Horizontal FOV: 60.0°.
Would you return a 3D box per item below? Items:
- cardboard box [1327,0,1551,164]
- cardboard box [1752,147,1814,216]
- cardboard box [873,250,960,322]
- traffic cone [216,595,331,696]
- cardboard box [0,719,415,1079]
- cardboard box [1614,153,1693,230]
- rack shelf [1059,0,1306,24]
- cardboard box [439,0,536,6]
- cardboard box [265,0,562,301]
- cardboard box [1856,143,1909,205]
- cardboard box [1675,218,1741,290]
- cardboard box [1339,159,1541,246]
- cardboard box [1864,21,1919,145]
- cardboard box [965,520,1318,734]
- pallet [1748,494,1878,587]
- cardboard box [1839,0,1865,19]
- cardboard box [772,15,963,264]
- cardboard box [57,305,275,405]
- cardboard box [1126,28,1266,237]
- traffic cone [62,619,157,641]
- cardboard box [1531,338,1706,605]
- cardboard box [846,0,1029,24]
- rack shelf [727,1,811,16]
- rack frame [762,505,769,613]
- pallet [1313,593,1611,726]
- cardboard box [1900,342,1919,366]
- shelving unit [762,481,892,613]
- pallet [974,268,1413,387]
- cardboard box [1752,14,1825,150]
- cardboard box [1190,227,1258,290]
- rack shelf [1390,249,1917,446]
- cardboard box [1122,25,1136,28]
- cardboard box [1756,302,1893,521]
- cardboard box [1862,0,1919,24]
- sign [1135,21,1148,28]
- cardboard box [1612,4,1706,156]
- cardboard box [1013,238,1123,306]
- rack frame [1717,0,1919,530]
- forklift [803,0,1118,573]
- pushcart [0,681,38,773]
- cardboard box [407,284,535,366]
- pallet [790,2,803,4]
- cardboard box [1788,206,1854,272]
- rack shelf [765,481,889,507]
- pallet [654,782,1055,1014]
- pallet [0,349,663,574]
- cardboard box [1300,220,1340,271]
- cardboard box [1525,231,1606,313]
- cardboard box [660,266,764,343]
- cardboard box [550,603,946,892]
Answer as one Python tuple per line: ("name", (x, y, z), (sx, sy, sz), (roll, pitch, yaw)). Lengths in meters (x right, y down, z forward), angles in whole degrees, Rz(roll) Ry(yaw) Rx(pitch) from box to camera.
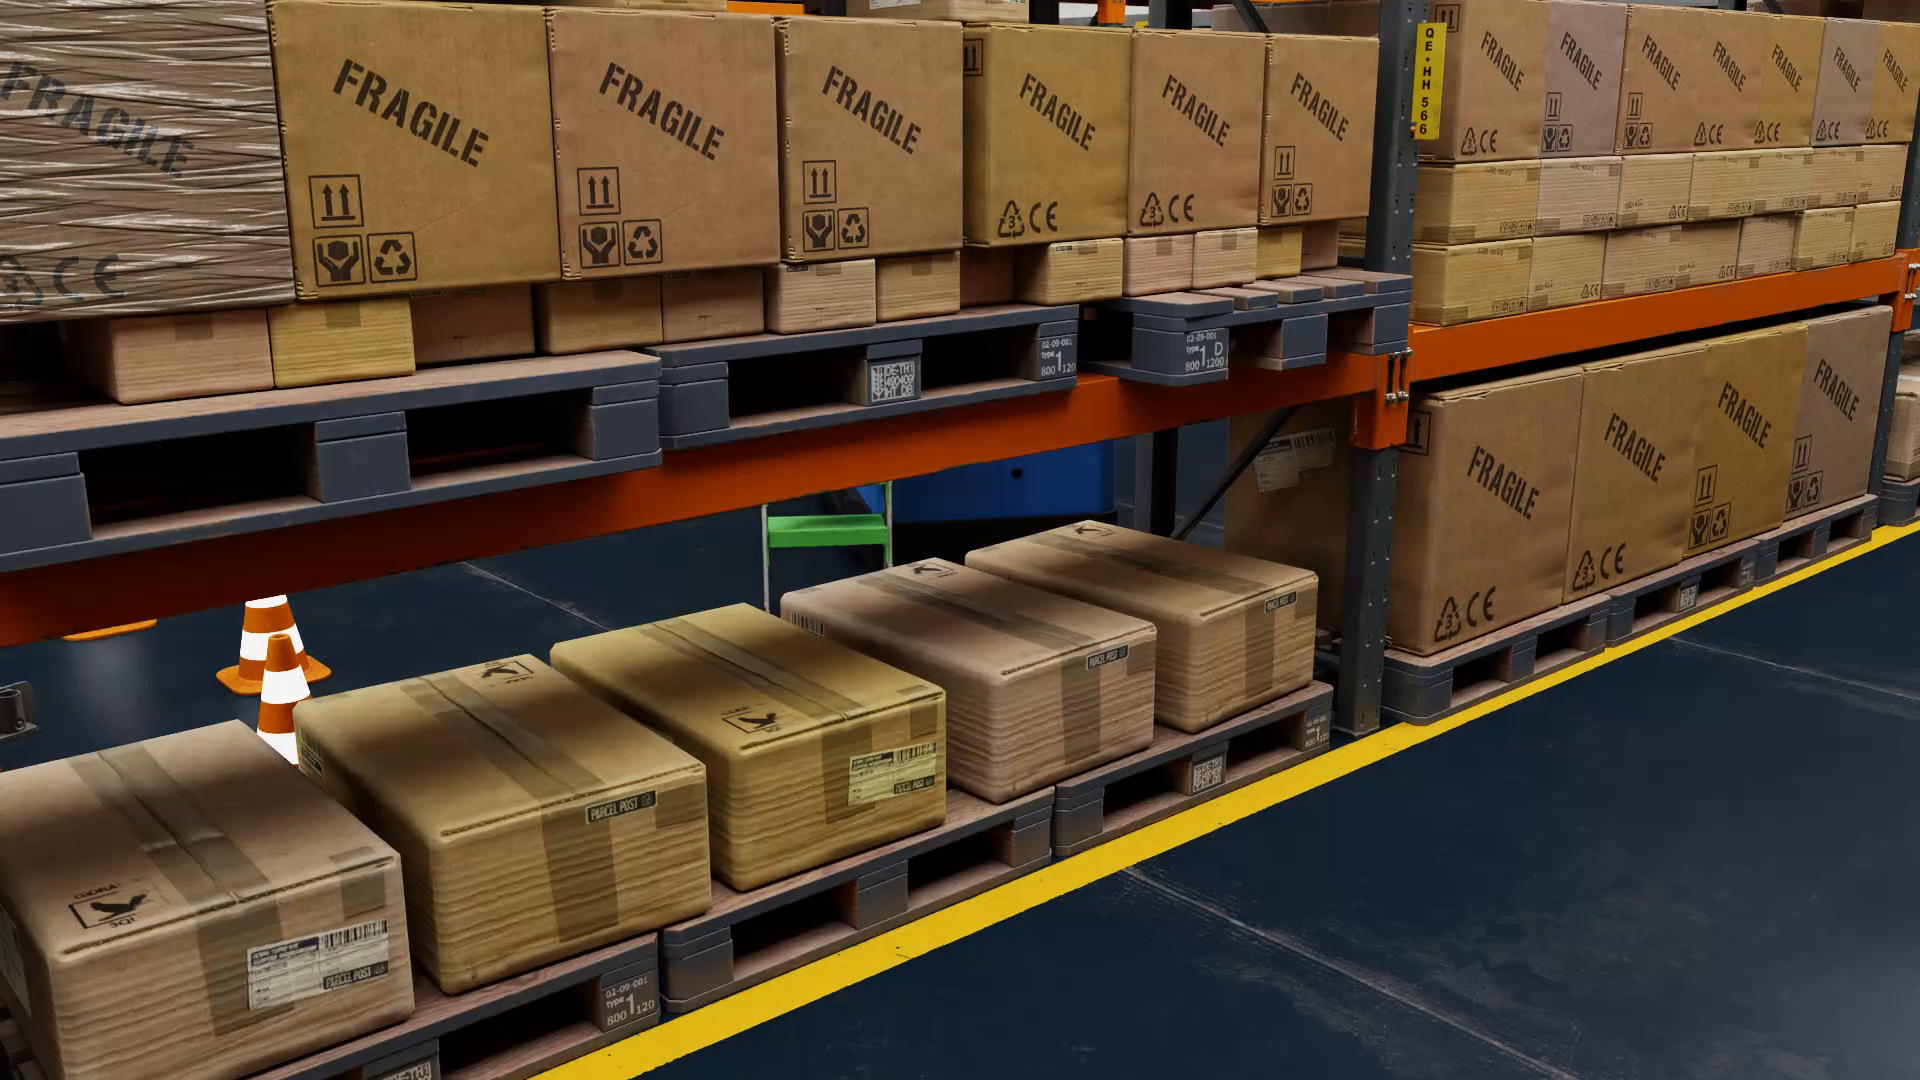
("cardboard box", (1.526, -1.481, 5.351), (0.500, 0.500, 0.500), (-14, 20, -41))
("cardboard box", (3.079, -1.464, 6.738), (0.500, 0.250, 0.500), (-12, 19, -38))
("cardboard box", (-0.216, -0.616, 3.917), (0.250, 0.149, 0.380), (-13, 20, -41))
("traffic cone", (-2.445, 0.263, 5.869), (0.334, 0.463, 0.336), (-13, 19, -39))
("cardboard box", (-1.630, 0.741, 3.441), (0.625, 0.372, 0.950), (-12, 19, -39))
("cardboard box", (2.312, -1.290, 6.089), (0.500, 0.250, 0.500), (-13, 20, -40))
("rack shelf", (2.194, -3.978, 12.413), (4.000, 0.370, 1.077), (-13, 19, -39))
("cardboard box", (-1.121, -1.237, 3.728), (0.250, 0.149, 0.380), (-14, 20, -42))
("cardboard box", (-1.105, -0.740, 3.123), (0.500, 0.500, 0.500), (-13, 19, -39))
("cardboard box", (3.838, -1.639, 7.394), (0.500, 0.250, 0.500), (-13, 20, -39))
("cardboard box", (2.673, -1.138, 6.488), (0.500, 0.250, 0.500), (-13, 19, -39))
("cardboard box", (1.538, -1.121, 5.455), (0.500, 0.250, 0.500), (-13, 20, -40))
("cardboard box", (3.839, -1.998, 7.287), (0.500, 0.500, 0.500), (-12, 19, -38))
("cardboard box", (0.561, 0.247, 5.293), (0.625, 0.372, 0.950), (-14, 21, -43))
("pallet", (3.478, -0.099, 7.711), (1.213, 0.211, 1.003), (-13, 19, -39))
("cardboard box", (4.305, -2.574, 8.185), (0.250, 0.149, 0.380), (-12, 19, -38))
("cardboard box", (-0.342, -0.910, 3.760), (0.500, 0.500, 0.500), (-14, 20, -42))
("cardboard box", (-1.400, -0.350, 2.921), (0.250, 0.149, 0.380), (-12, 19, -39))
("cardboard box", (0.450, -1.088, 4.427), (0.500, 0.500, 0.500), (-13, 20, -40))
("traffic cone", (-3.347, 0.110, 6.443), (0.334, 0.463, 0.336), (-13, 19, -39))
("cardboard box", (2.245, -0.341, 6.519), (0.875, 0.875, 0.875), (-12, 19, -39))
("cardboard box", (-0.056, -1.290, 3.926), (0.250, 0.149, 0.380), (-14, 20, -42))
("rack shelf", (-0.986, -4.961, 16.092), (4.000, 0.370, 1.077), (-13, 19, -39))
("rack frame", (-0.773, -0.293, 6.520), (0.015, 1.200, 0.240), (-2, 15, -7))
("pallet", (1.638, 0.314, 6.164), (1.213, 0.211, 1.003), (-13, 19, -39))
("cardboard box", (5.230, -0.794, 9.060), (0.875, 0.438, 0.875), (-13, 20, -41))
("shelving unit", (-0.531, -0.300, 6.549), (0.503, 1.200, 0.258), (-2, 15, -7))
("pallet", (0.526, -0.680, 4.854), (1.003, 0.211, 1.213), (-13, 19, -39))
("cardboard box", (3.058, -1.827, 6.647), (0.500, 0.500, 0.500), (-12, 19, -38))
("cardboard box", (0.585, -0.783, 4.542), (0.250, 0.149, 0.380), (-13, 20, -40))
("rack shelf", (2.502, -0.905, 6.720), (4.000, 0.370, 1.077), (-13, 19, -39))
("cardboard box", (1.186, -3.242, 11.368), (0.500, 0.500, 0.500), (-12, 19, -38))
("cardboard box", (3.596, -0.647, 7.664), (0.875, 0.875, 0.875), (-12, 19, -38))
("cardboard box", (4.419, -2.439, 7.681), (0.250, 0.149, 0.380), (-13, 20, -40))
("sign", (0.627, -1.581, 5.612), (0.005, 0.325, 0.100), (-13, 19, -39))
("cardboard box", (2.294, -1.652, 5.990), (0.500, 0.500, 0.500), (-12, 19, -38))
("cardboard box", (0.192, -0.693, 4.204), (0.250, 0.149, 0.380), (-12, 19, -38))
("rack frame", (4.011, -1.591, 7.896), (0.127, 3.000, 1.000), (-13, 19, -39))
("forklift", (-0.141, -1.586, 8.008), (1.130, 2.935, 3.031), (-3, 15, -12))
("pushcart", (-3.559, 0.595, 4.790), (1.648, 0.377, 0.936), (8, 17, 28))
("cardboard box", (-1.042, -0.453, 3.308), (0.250, 0.149, 0.380), (-11, 19, -36))
("pallet", (-0.950, -5.269, 16.024), (1.213, 0.211, 1.003), (-13, 19, -39))
("cardboard box", (3.453, -1.308, 7.125), (0.500, 0.250, 0.500), (-13, 20, -40))
("rack shelf", (-0.531, -0.239, 6.565), (0.480, 0.148, 0.258), (-2, 15, -7))
("pallet", (-0.517, 0.771, 4.454), (1.213, 0.211, 1.003), (-13, 19, -39))
("pallet", (-1.352, -0.245, 3.225), (1.213, 0.211, 1.003), (-13, 19, -39))
("cardboard box", (0.901, -0.894, 4.958), (0.250, 0.149, 0.380), (-12, 19, -37))
("cardboard box", (1.903, -0.966, 5.844), (0.500, 0.250, 0.500), (-13, 20, -41))
("cardboard box", (-0.633, -0.530, 3.596), (0.250, 0.149, 0.380), (-12, 19, -39))
("cardboard box", (-0.567, 0.500, 4.342), (0.625, 0.372, 0.950), (-12, 19, -38))
